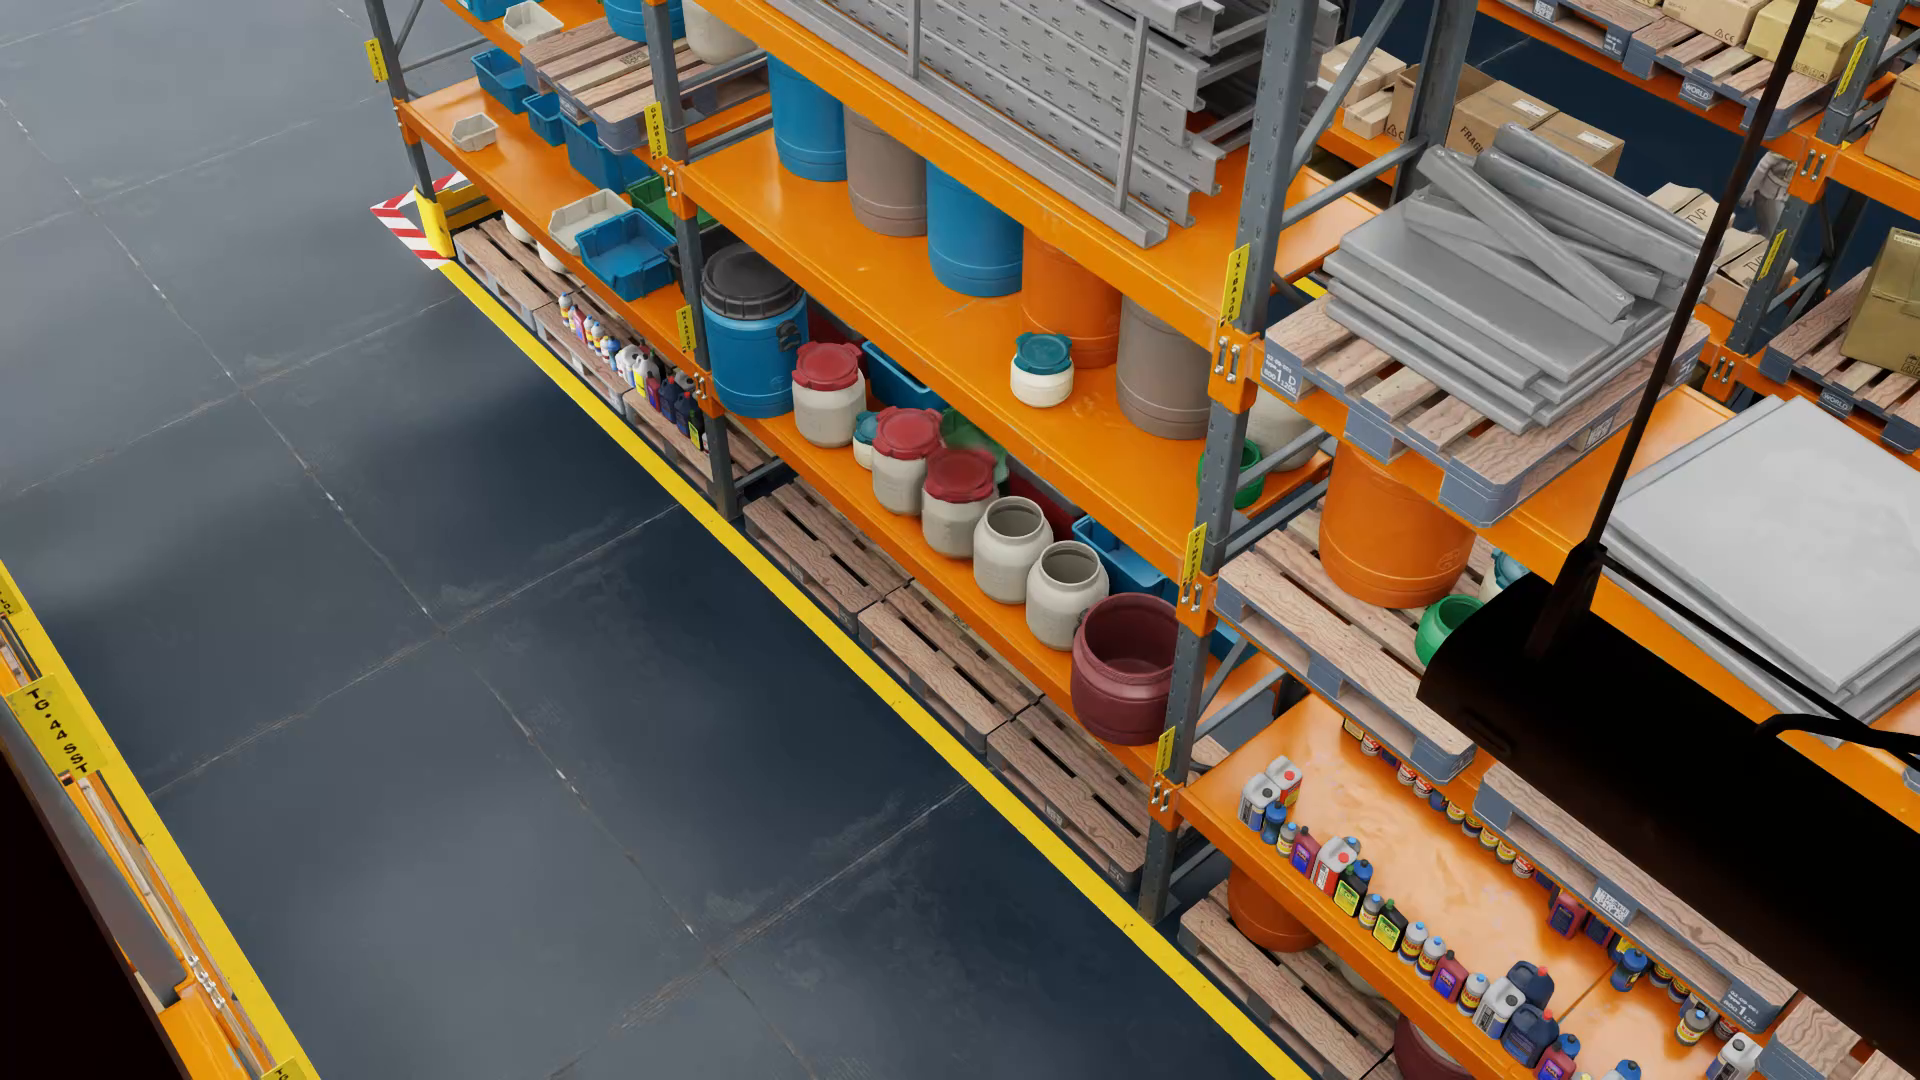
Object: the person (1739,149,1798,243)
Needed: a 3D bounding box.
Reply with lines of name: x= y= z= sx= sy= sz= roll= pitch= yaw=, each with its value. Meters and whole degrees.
person: x=6.052 y=-2.548 z=12.233 sx=0.493 sy=1.658 sz=0.446 roll=-22 pitch=50 yaw=-19
